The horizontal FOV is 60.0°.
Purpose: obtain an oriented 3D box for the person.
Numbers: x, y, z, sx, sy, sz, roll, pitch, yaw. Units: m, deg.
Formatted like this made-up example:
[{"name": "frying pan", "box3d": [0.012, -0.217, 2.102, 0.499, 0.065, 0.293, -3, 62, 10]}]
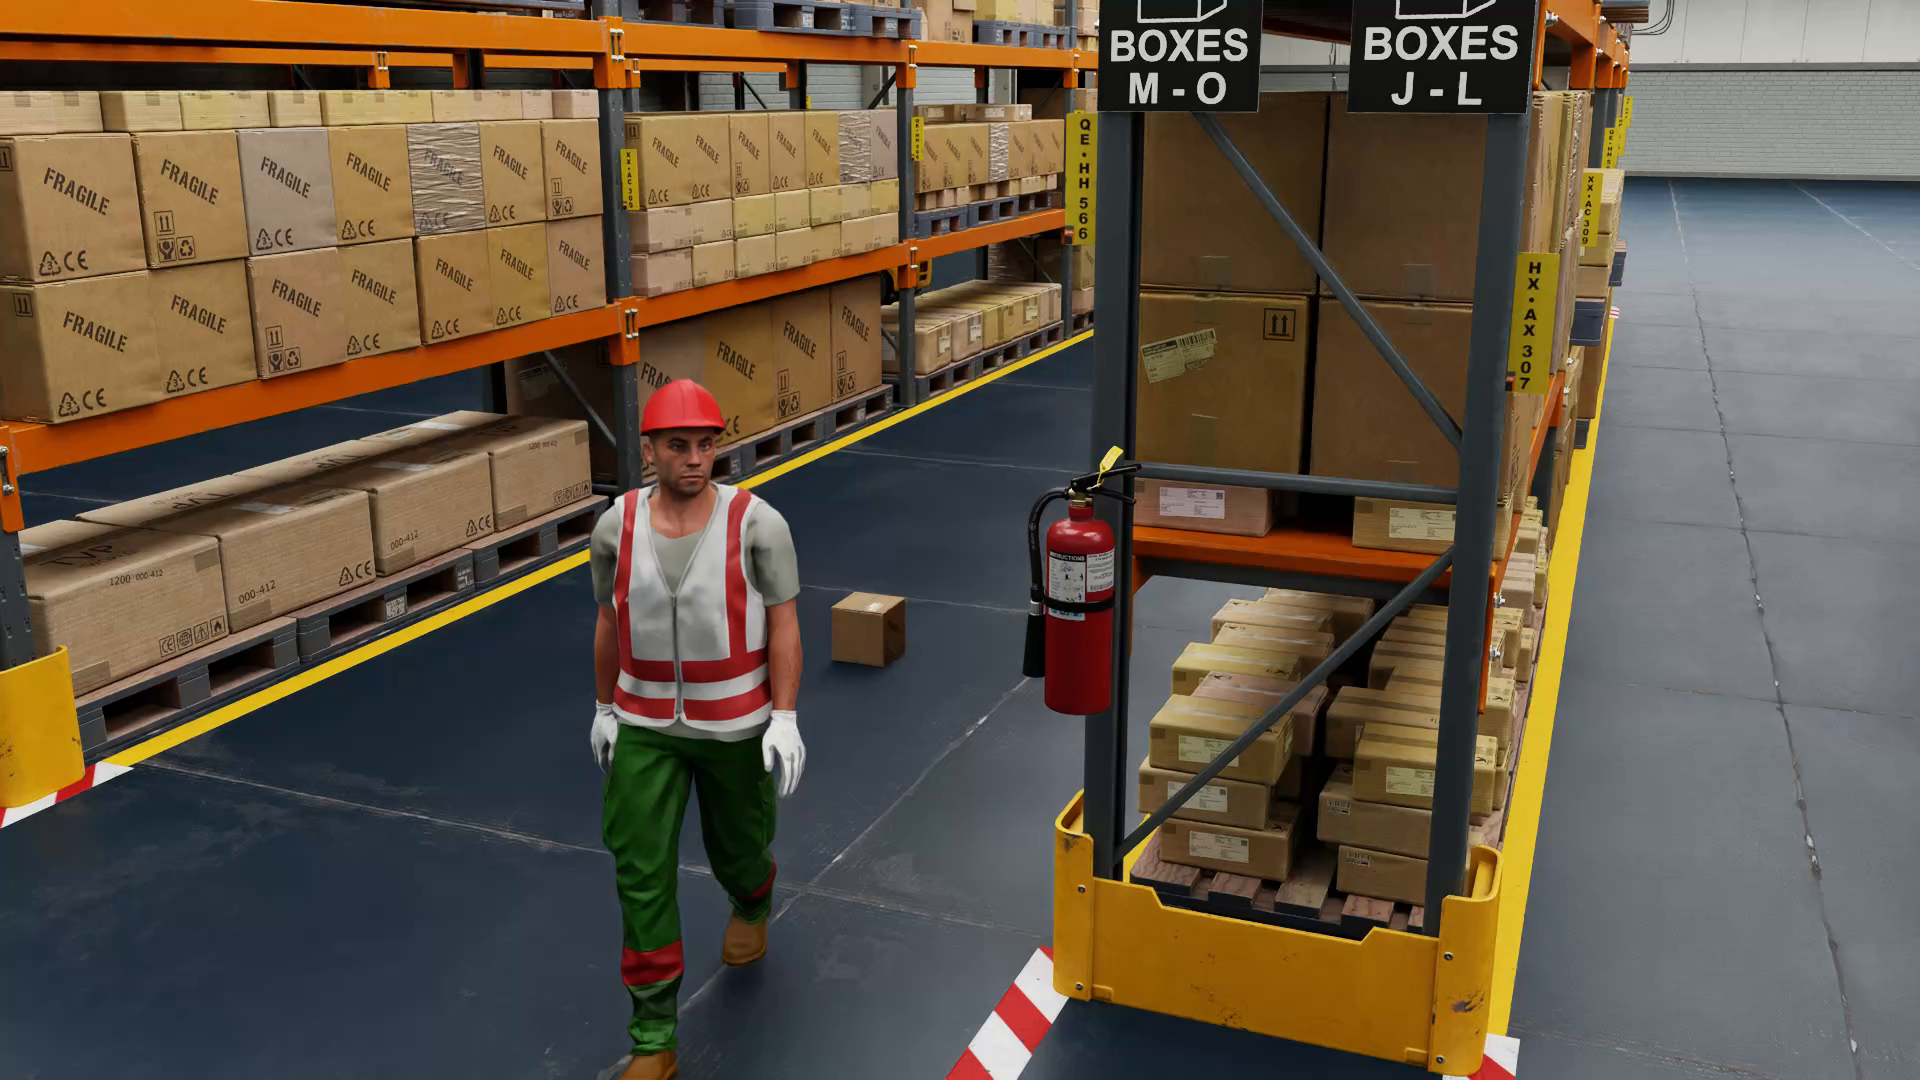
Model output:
[{"name": "person", "box3d": [-0.683, 0.469, 4.243, 0.599, 1.767, 0.948, 1, 15, 4]}]
